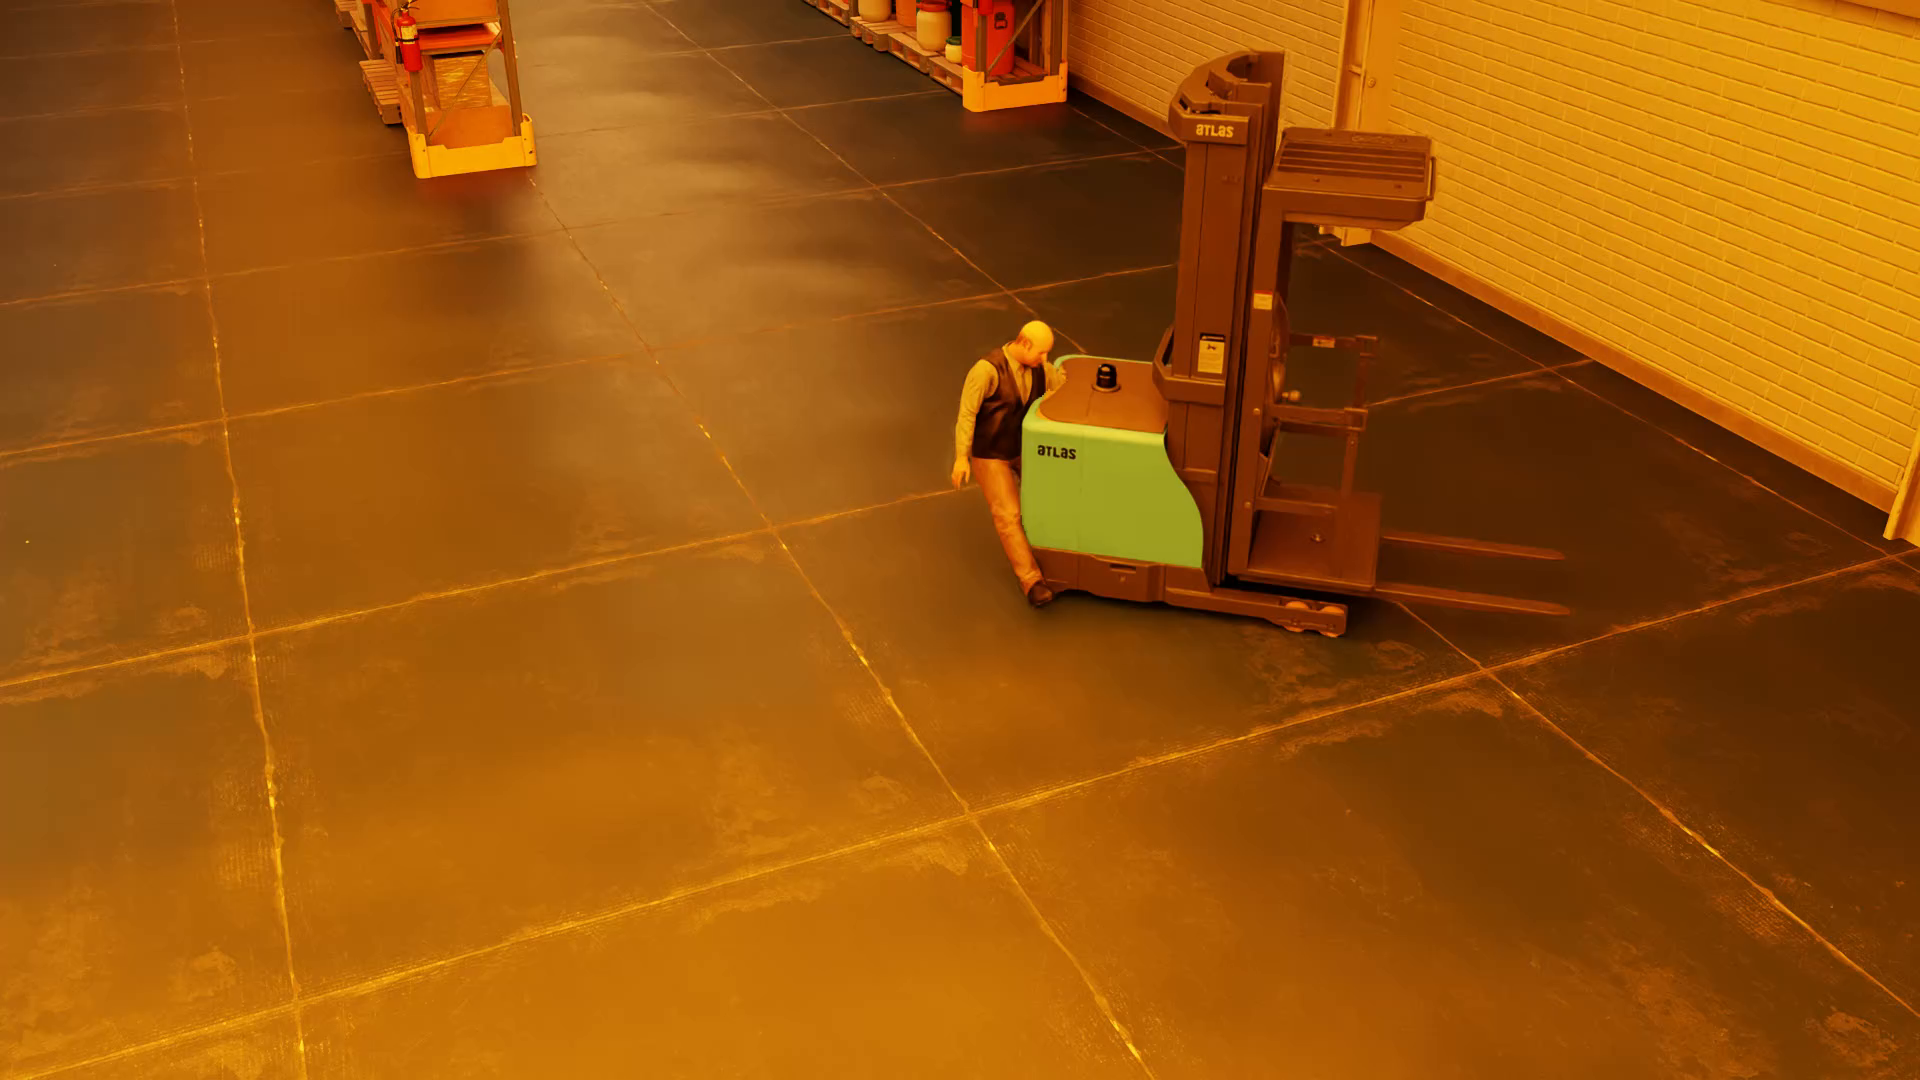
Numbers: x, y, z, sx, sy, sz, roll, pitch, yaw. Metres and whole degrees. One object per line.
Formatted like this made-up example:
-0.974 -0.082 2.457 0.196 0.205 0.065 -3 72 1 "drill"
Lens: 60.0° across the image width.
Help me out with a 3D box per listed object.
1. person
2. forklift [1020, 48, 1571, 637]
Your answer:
0.411 -0.440 9.333 0.879 1.530 1.124 -18 34 -28 "person"
1.901 -1.032 8.926 3.031 2.935 1.130 8 31 13 "forklift"
